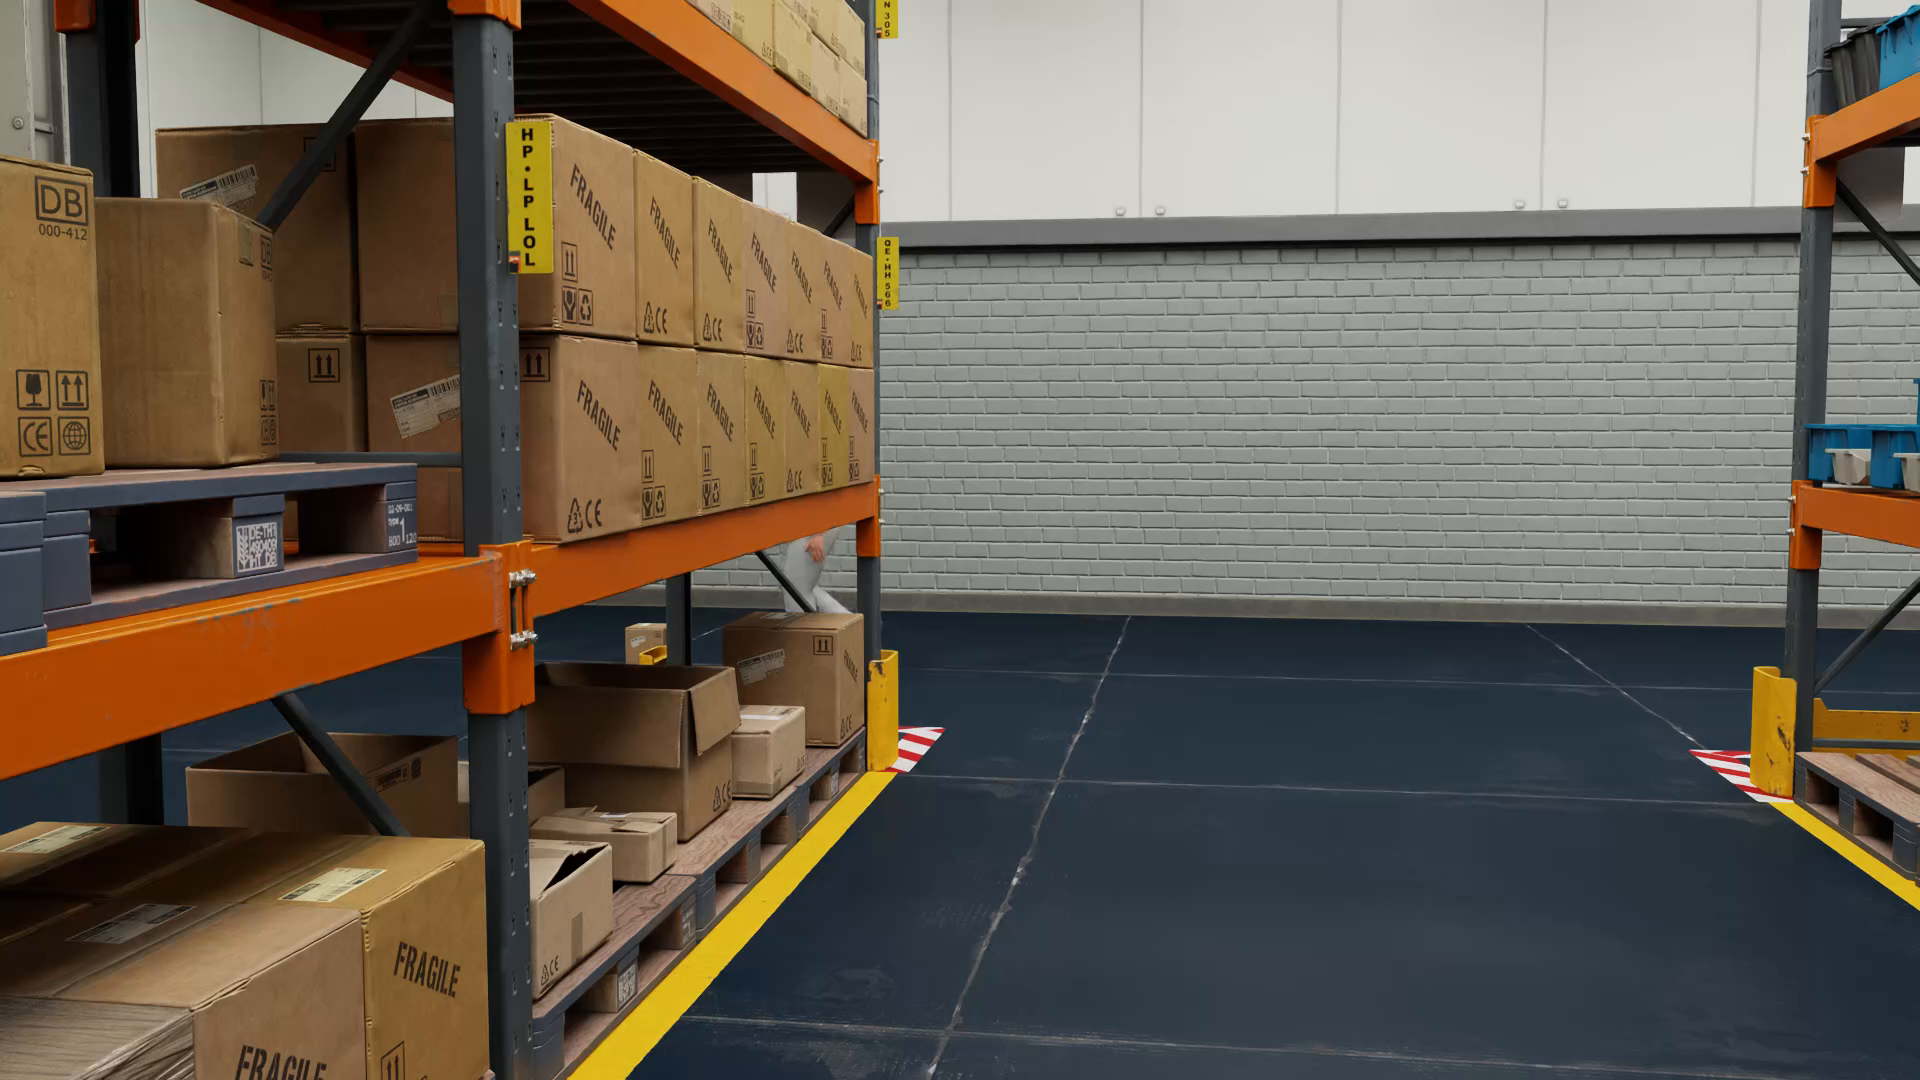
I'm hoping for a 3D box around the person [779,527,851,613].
[{"bbox_3d":[-0.913,-0.063,10.263,0.676,1.733,0.570,-1,5,-11],"label":"person"}]
